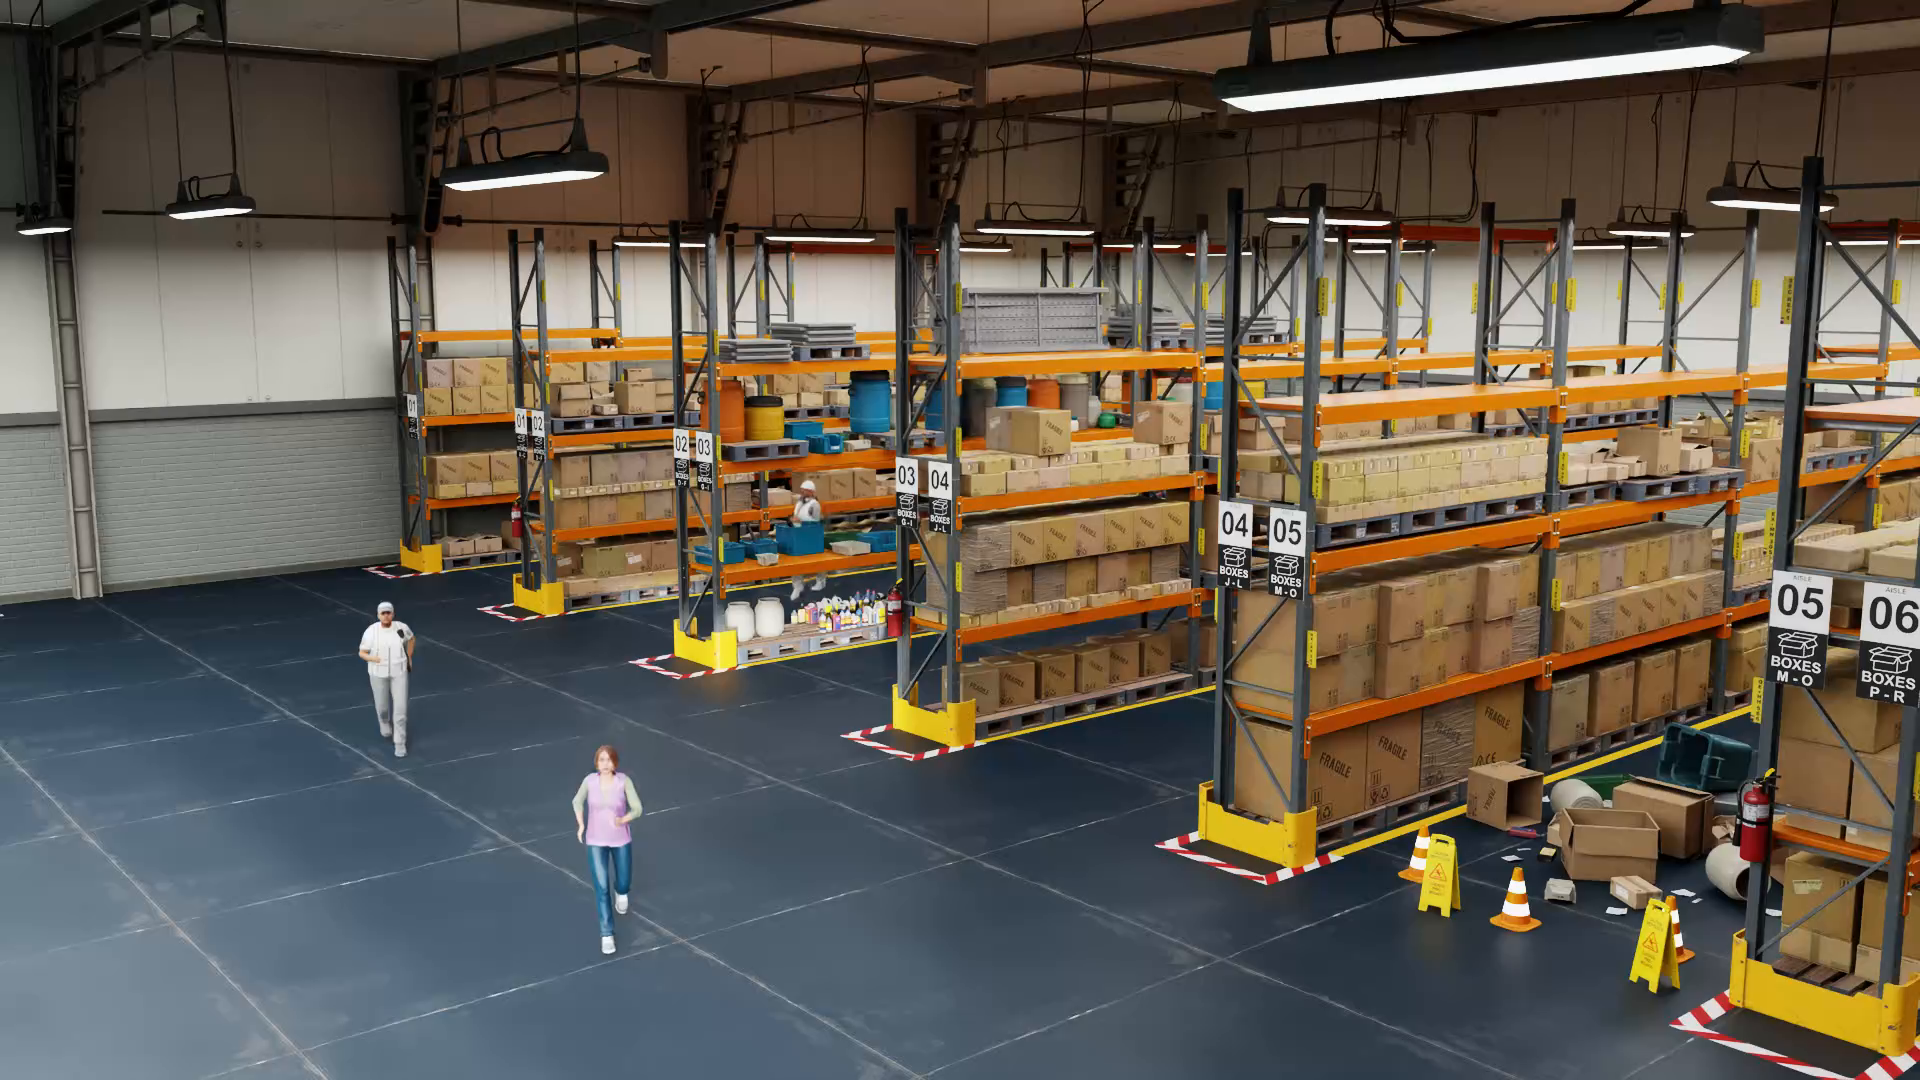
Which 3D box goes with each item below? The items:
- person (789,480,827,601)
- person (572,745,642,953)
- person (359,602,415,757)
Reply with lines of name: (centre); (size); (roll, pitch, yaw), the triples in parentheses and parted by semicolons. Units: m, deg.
person: (-2.432, 0.004, 26.215); (0.624, 1.892, 0.726); (7, 11, 38)
person: (-2.781, 2.382, 13.144); (0.547, 1.570, 0.822); (-2, 9, -10)
person: (-6.349, 1.504, 18.496); (0.606, 1.665, 0.925); (-4, 9, -22)
